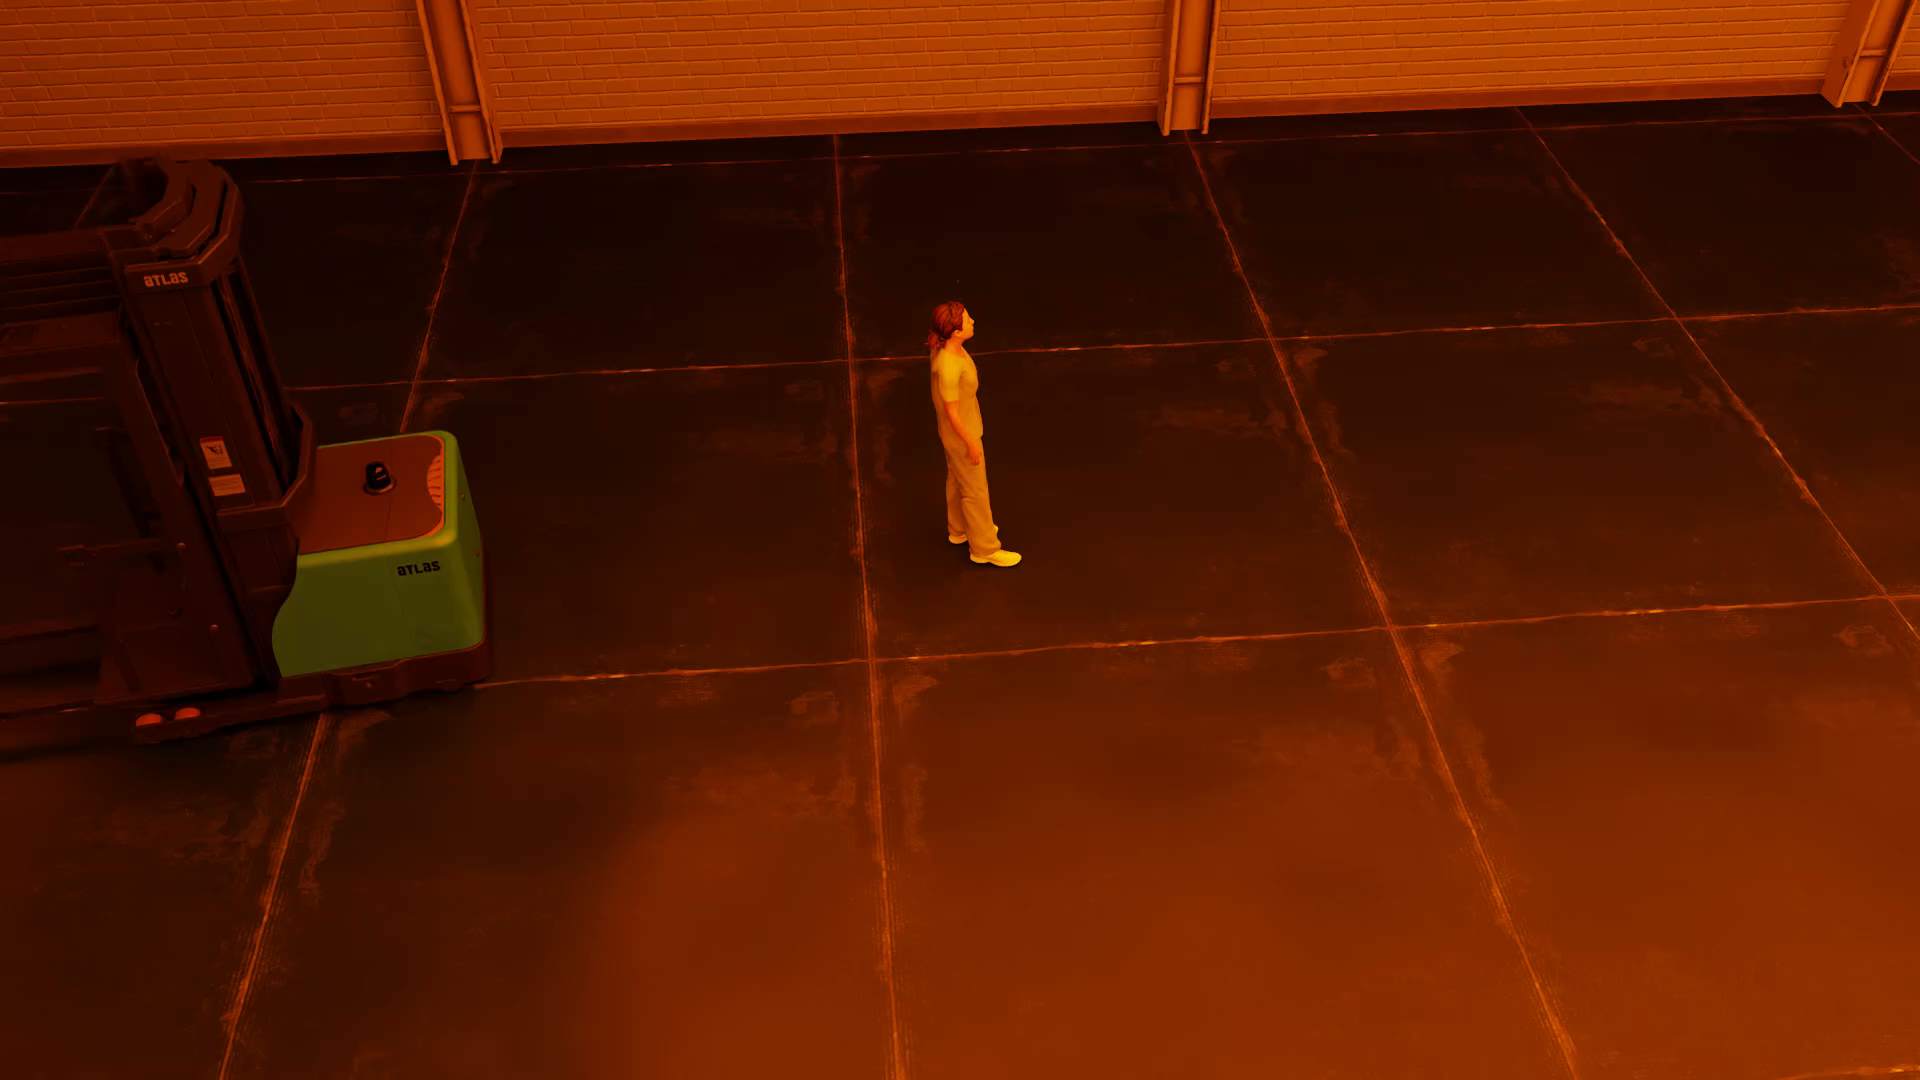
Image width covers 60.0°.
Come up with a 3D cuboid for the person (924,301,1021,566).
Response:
[{"bbox_3d":[0.075,-0.638,9.638,0.548,1.673,0.549,-3,41,-4],"label":"person"}]

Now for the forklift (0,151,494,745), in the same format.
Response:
[{"bbox_3d":[-4.168,-0.400,8.405,3.031,2.935,1.130,-9,41,-10],"label":"forklift"}]
